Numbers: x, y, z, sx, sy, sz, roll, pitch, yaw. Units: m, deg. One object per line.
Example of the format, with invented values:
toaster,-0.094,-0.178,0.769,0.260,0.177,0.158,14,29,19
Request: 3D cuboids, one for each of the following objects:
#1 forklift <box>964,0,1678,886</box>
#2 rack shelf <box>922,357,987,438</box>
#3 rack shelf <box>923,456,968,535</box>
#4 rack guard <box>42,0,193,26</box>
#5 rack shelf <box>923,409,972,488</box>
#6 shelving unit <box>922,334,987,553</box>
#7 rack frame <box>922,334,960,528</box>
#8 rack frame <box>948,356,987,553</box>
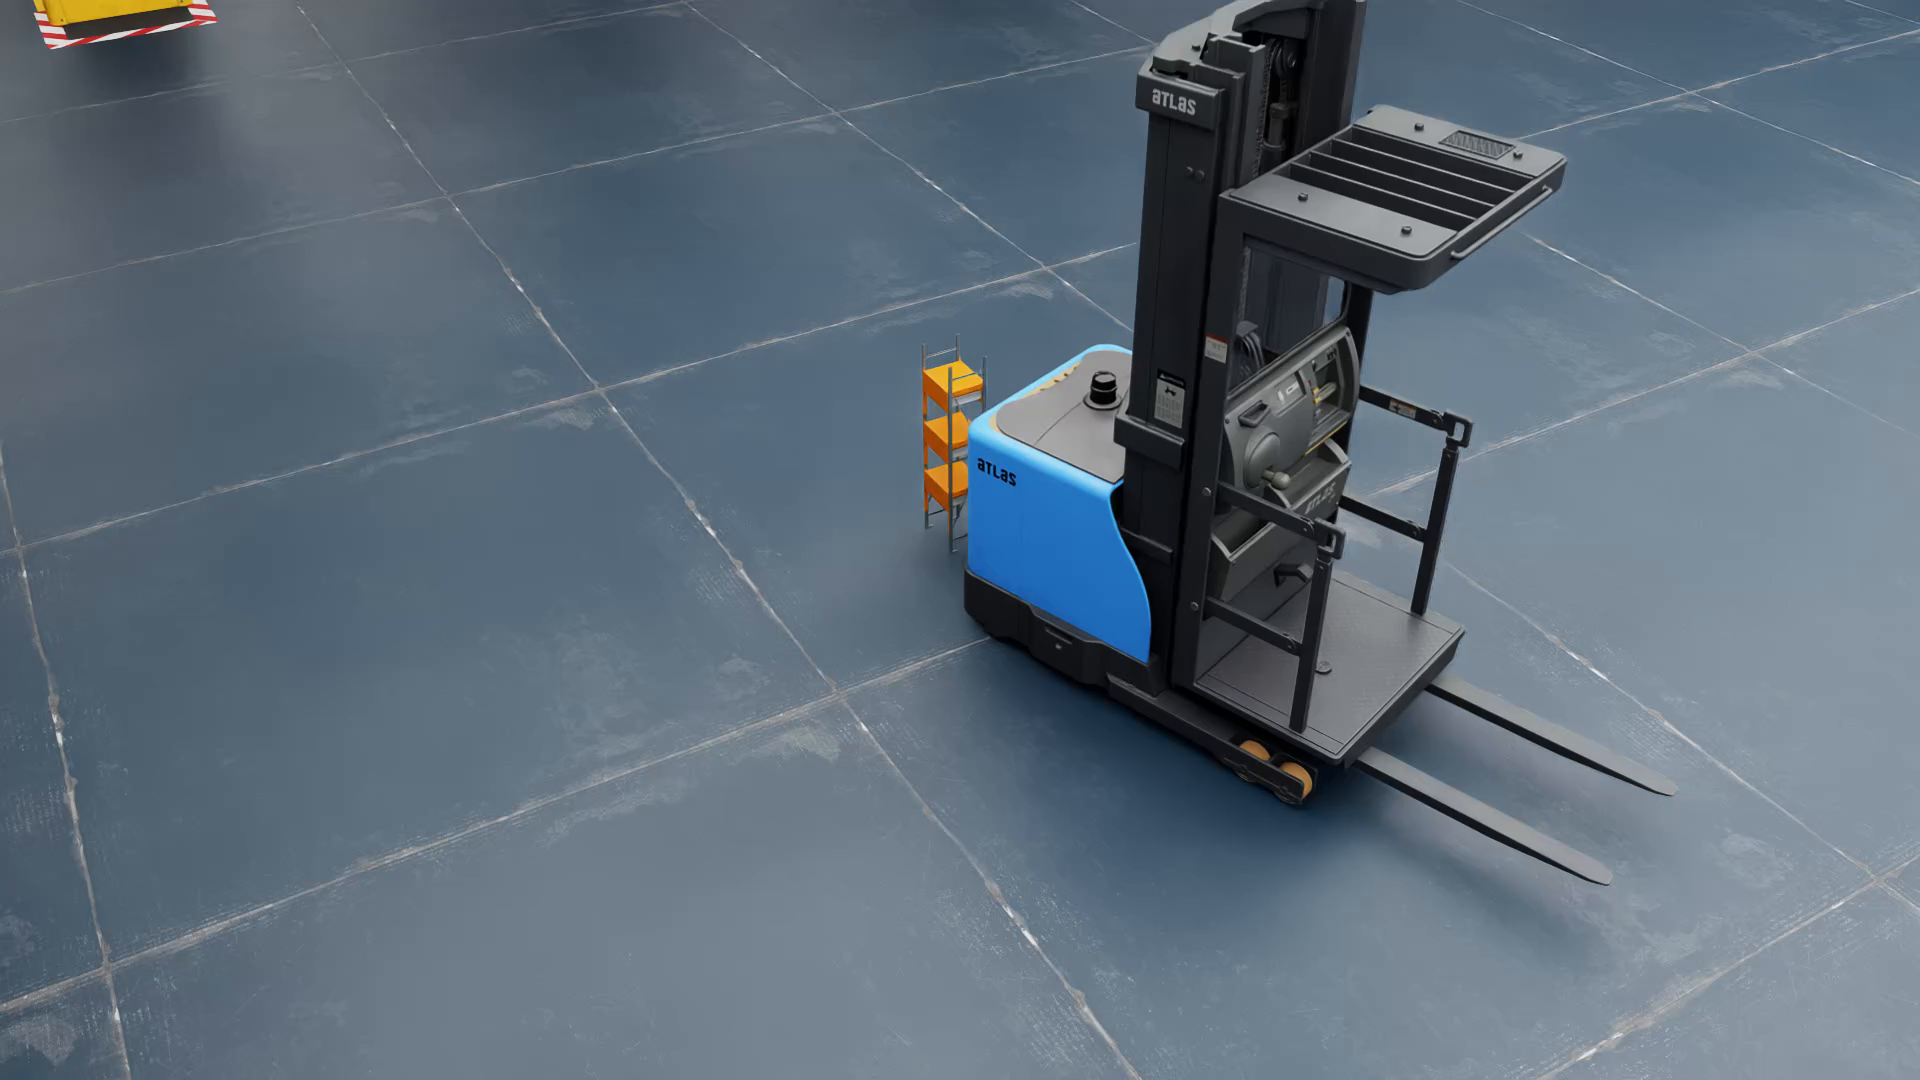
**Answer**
forklift,1.463,-0.463,6.399,3.031,2.935,1.130,27,44,32
rack shelf,-0.027,-0.672,7.817,0.215,0.259,0.240,-19,40,-24
rack shelf,-0.027,-0.218,8.148,0.215,0.259,0.240,-19,40,-24
rack guard,-7.387,-4.872,14.497,1.175,0.500,0.348,-19,40,-24
rack shelf,-0.027,-0.443,7.984,0.215,0.259,0.240,-19,40,-24
shelving unit,-0.027,-0.451,7.978,0.215,1.050,0.252,-19,40,-24
rack frame,-0.088,-0.513,8.063,0.200,1.050,0.008,-19,40,-24
rack frame,0.034,-0.389,7.893,0.200,1.050,0.008,-19,40,-24
